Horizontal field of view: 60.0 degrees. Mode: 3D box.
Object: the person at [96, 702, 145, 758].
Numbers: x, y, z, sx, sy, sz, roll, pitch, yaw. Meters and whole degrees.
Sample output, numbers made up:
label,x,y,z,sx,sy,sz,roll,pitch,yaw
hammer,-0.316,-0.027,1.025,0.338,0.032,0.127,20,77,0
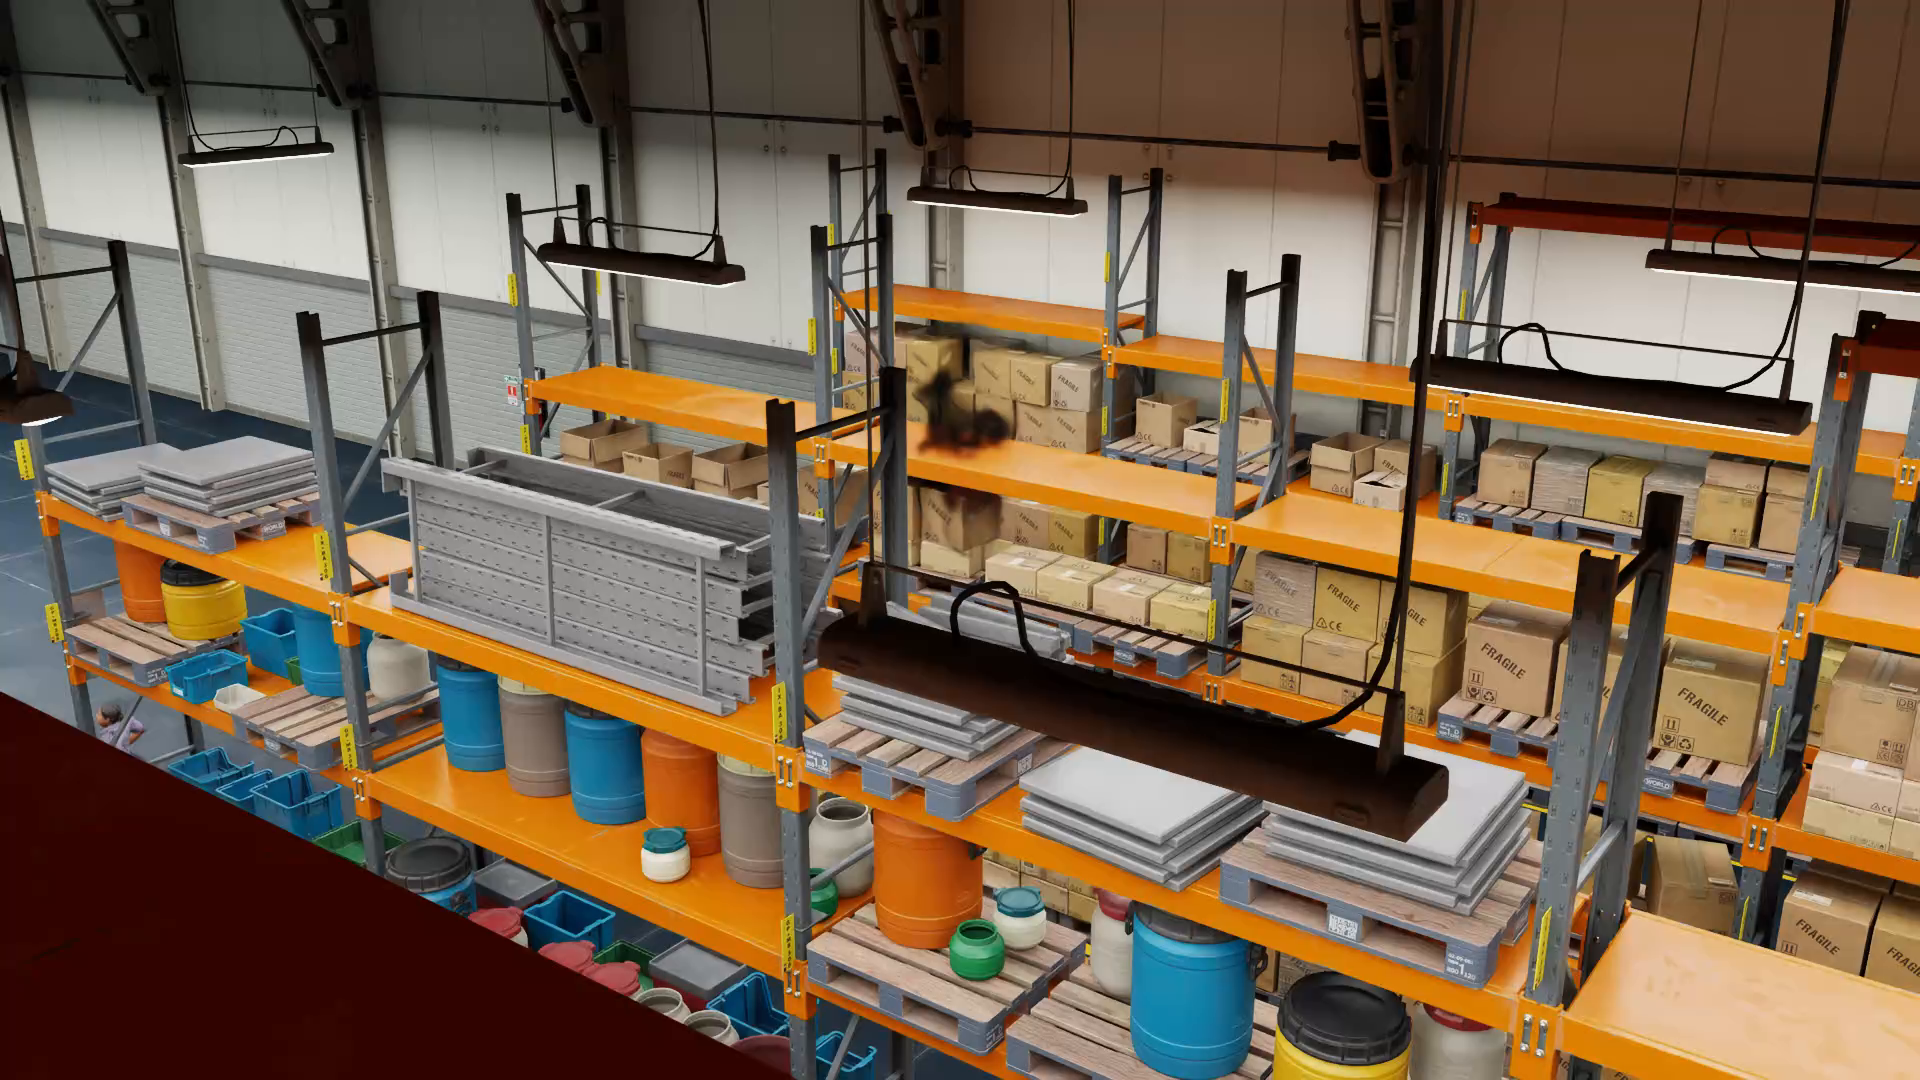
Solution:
label,x,y,z,sx,sy,sz,roll,pitch,yaw
person,-7.917,2.285,15.779,0.822,1.664,0.664,-6,19,-18
